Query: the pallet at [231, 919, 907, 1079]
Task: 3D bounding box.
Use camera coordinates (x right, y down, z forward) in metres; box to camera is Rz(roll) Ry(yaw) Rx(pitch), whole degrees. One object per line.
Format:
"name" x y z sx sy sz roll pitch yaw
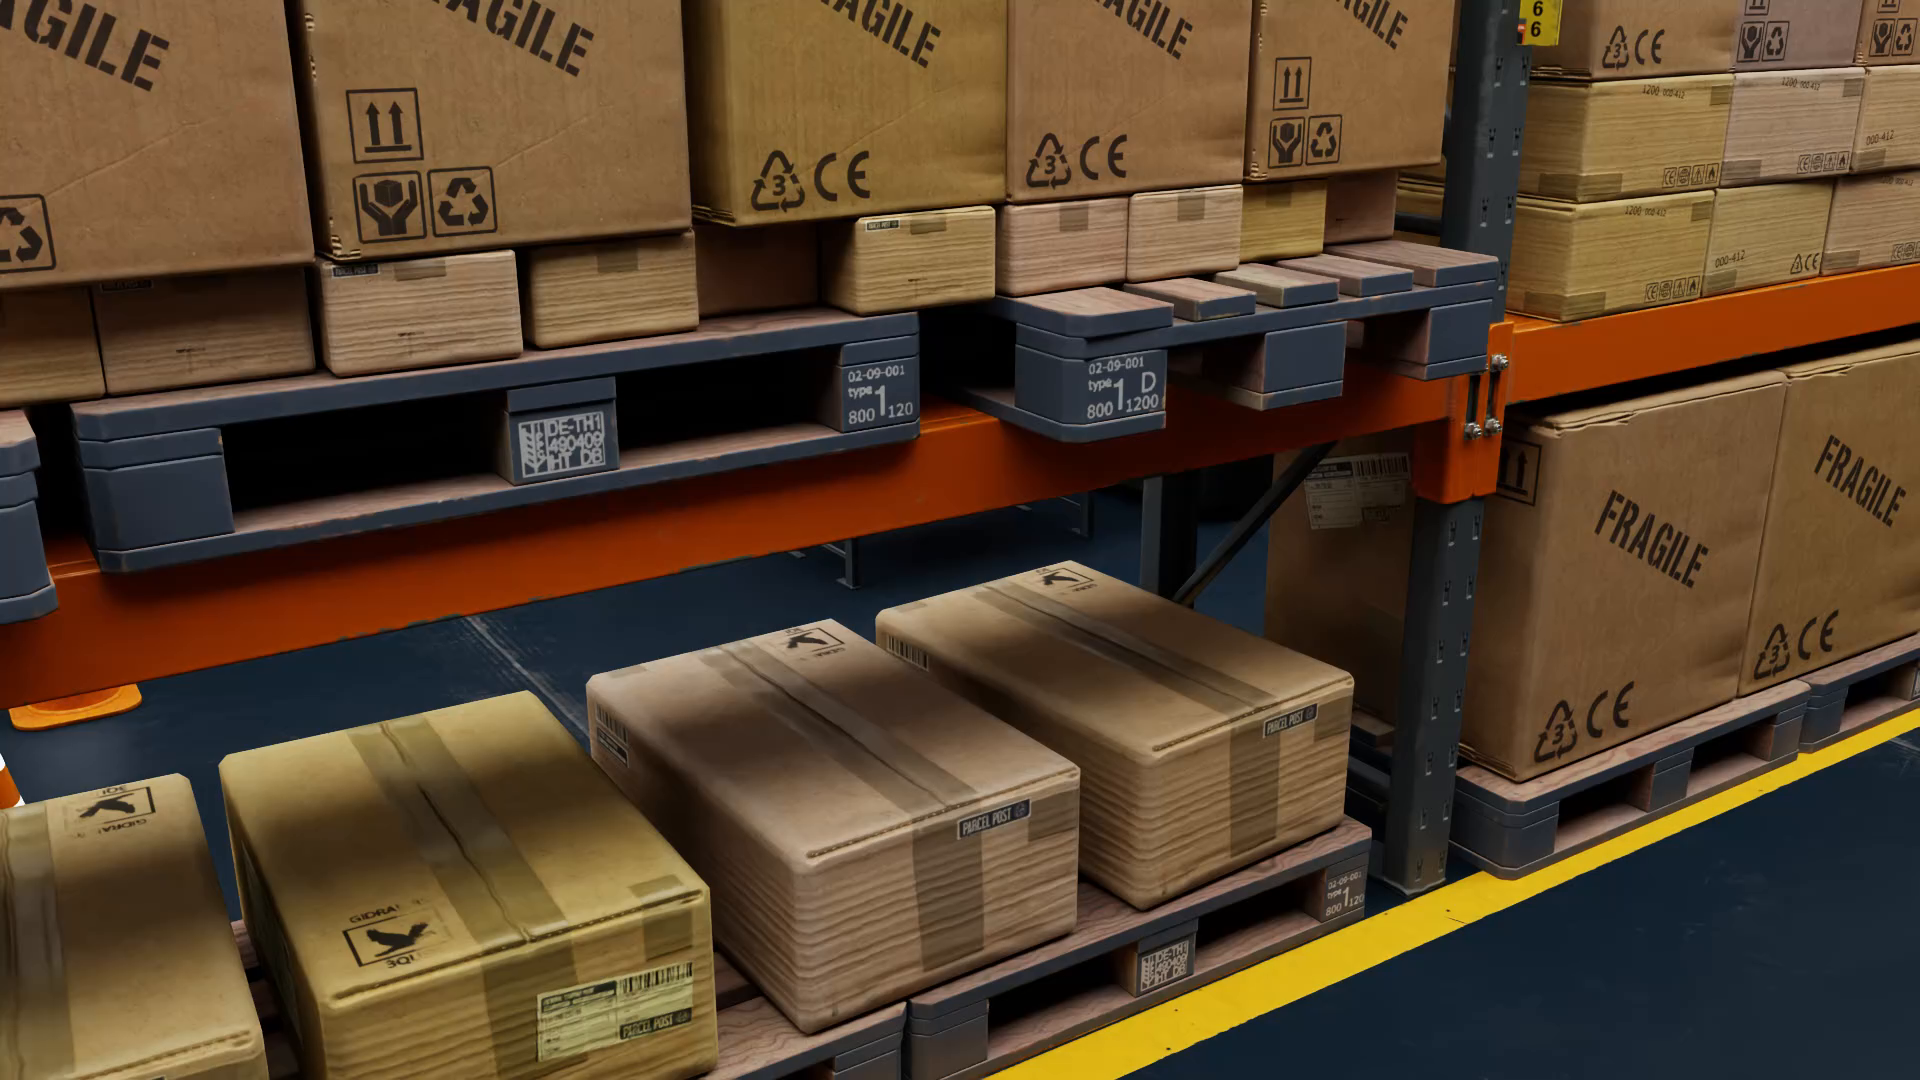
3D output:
"pallet" -0.868 0.931 3.162 1.213 0.211 1.003 -12 22 -31

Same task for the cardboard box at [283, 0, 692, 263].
"cardboard box" -0.726 -0.695 2.340 0.500 0.500 0.500 -13 23 -34

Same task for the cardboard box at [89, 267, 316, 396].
"cardboard box" -1.049 -0.318 2.240 0.250 0.149 0.380 -12 22 -31

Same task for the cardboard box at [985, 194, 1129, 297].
"cardboard box" 0.075 -0.535 2.881 0.250 0.149 0.380 -13 23 -34

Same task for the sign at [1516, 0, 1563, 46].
"sign" 1.110 -1.109 3.156 0.005 0.325 0.100 -12 22 -31

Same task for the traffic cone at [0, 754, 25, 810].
"traffic cone" -2.272 0.572 3.829 0.334 0.463 0.336 -12 22 -31

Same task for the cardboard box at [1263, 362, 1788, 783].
"cardboard box" 1.426 -0.033 4.320 0.875 0.875 0.875 -12 22 -32

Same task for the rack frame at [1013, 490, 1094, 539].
"rack frame" 0.353 -0.785 6.225 0.032 1.500 0.500 -12 22 -31

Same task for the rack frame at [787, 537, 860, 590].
"rack frame" -0.496 -0.606 5.695 0.032 1.500 0.500 -12 22 -31

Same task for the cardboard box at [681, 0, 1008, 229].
"cardboard box" -0.270 -0.791 2.623 0.500 0.500 0.500 -14 23 -35

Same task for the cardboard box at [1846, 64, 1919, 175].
"cardboard box" 2.218 -1.105 4.284 0.500 0.250 0.500 -12 22 -32

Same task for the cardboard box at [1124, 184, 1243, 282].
"cardboard box" 0.289 -0.577 3.006 0.250 0.149 0.380 -12 22 -32

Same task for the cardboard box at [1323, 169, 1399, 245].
"cardboard box" 0.659 -0.700 3.369 0.250 0.149 0.380 -11 22 -29

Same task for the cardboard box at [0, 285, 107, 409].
"cardboard box" -1.256 -0.275 2.112 0.250 0.149 0.380 -12 22 -31

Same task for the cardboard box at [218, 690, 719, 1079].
"cardboard box" -0.922 0.666 3.039 0.625 0.372 0.950 -11 22 -30

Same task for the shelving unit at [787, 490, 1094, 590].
"shelving unit" -0.071 -0.695 5.960 1.048 1.500 0.538 -12 22 -31

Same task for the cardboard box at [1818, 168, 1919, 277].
"cardboard box" 2.211 -0.875 4.383 0.500 0.250 0.500 -11 22 -30

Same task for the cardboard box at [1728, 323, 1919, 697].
"cardboard box" 2.173 -0.189 4.782 0.875 0.875 0.875 -12 22 -31

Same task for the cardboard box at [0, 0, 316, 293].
"cardboard box" -1.150 -0.601 2.064 0.500 0.500 0.500 -12 22 -32

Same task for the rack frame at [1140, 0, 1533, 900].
"rack frame" 0.803 -0.741 3.753 0.127 3.000 1.000 -12 22 -31

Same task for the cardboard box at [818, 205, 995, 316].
"cardboard box" -0.148 -0.483 2.726 0.250 0.149 0.380 -11 22 -30

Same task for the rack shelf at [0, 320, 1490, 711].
"rack shelf" -0.867 -0.048 2.826 4.000 0.370 1.077 -12 22 -31

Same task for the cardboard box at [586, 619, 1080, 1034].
"cardboard box" -0.286 0.534 3.429 0.625 0.372 0.950 -12 22 -32

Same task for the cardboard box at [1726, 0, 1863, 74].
"cardboard box" 1.759 -1.373 3.907 0.500 0.500 0.500 -12 22 -31

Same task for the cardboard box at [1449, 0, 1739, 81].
"cardboard box" 1.350 -1.284 3.640 0.500 0.500 0.500 -13 22 -33

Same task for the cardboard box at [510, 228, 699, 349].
"cardboard box" -0.591 -0.406 2.499 0.250 0.149 0.380 -13 22 -33

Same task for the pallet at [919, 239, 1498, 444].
"pallet" 0.267 -0.496 3.328 1.003 0.211 1.213 -12 22 -31

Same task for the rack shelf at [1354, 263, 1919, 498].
"rack shelf" 2.474 -0.753 4.910 4.000 0.370 1.077 -12 22 -31

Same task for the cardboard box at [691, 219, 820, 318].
"cardboard box" -0.427 -0.472 2.695 0.250 0.149 0.380 -12 22 -31

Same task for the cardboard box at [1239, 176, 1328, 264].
"cardboard box" 0.475 -0.634 3.172 0.250 0.149 0.380 -12 22 -31

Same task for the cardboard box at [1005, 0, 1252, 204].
"cardboard box" 0.151 -0.880 2.887 0.500 0.500 0.500 -12 22 -32

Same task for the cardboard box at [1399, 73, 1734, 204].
"cardboard box" 1.362 -0.930 3.766 0.500 0.250 0.500 -12 22 -32

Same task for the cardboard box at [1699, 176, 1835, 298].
"cardboard box" 1.770 -0.784 4.115 0.500 0.250 0.500 -13 22 -33

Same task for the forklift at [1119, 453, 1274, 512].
"forklift" 1.753 -1.872 7.206 3.031 2.935 1.130 -15 24 -38

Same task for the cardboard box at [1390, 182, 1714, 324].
"cardboard box" 1.351 -0.689 3.833 0.500 0.250 0.500 -12 22 -32

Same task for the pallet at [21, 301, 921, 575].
"pallet" -0.827 -0.291 2.720 1.213 0.211 1.003 -12 22 -31

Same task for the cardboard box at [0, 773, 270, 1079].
"cardboard box" -1.502 0.789 2.675 0.625 0.372 0.950 -10 21 -28

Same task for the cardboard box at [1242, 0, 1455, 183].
"cardboard box" 0.577 -0.974 3.165 0.500 0.500 0.500 -13 22 -33

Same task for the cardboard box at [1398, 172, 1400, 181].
"cardboard box" 1.068 -1.060 4.150 0.500 0.250 0.500 -12 22 -32

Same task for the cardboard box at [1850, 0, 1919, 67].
"cardboard box" 2.199 -1.460 4.164 0.500 0.500 0.500 -11 22 -30

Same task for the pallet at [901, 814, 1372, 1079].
"pallet" 0.150 0.717 3.794 1.213 0.211 1.003 -12 22 -31

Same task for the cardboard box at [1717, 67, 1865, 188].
"cardboard box" 1.795 -1.021 4.034 0.500 0.250 0.500 -11 22 -30

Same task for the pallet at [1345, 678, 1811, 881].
"pallet" 1.503 0.461 4.551 1.213 0.211 1.003 -12 22 -31

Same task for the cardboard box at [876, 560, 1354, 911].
"cardboard box" 0.326 0.402 3.820 0.625 0.372 0.950 -14 23 -35

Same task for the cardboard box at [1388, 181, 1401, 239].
"cardboard box" 1.083 -0.829 4.246 0.500 0.250 0.500 -13 23 -33

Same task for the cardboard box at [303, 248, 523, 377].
"cardboard box" -0.798 -0.351 2.337 0.250 0.149 0.380 -11 22 -29

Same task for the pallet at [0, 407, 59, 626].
"pallet" -1.819 -0.041 1.983 1.213 0.211 1.003 -12 22 -31

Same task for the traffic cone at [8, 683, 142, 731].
"traffic cone" -2.579 0.254 4.771 0.334 0.463 0.336 -12 22 -31

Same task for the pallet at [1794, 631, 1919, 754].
"pallet" 2.521 0.248 5.183 1.213 0.211 1.003 -12 22 -31
